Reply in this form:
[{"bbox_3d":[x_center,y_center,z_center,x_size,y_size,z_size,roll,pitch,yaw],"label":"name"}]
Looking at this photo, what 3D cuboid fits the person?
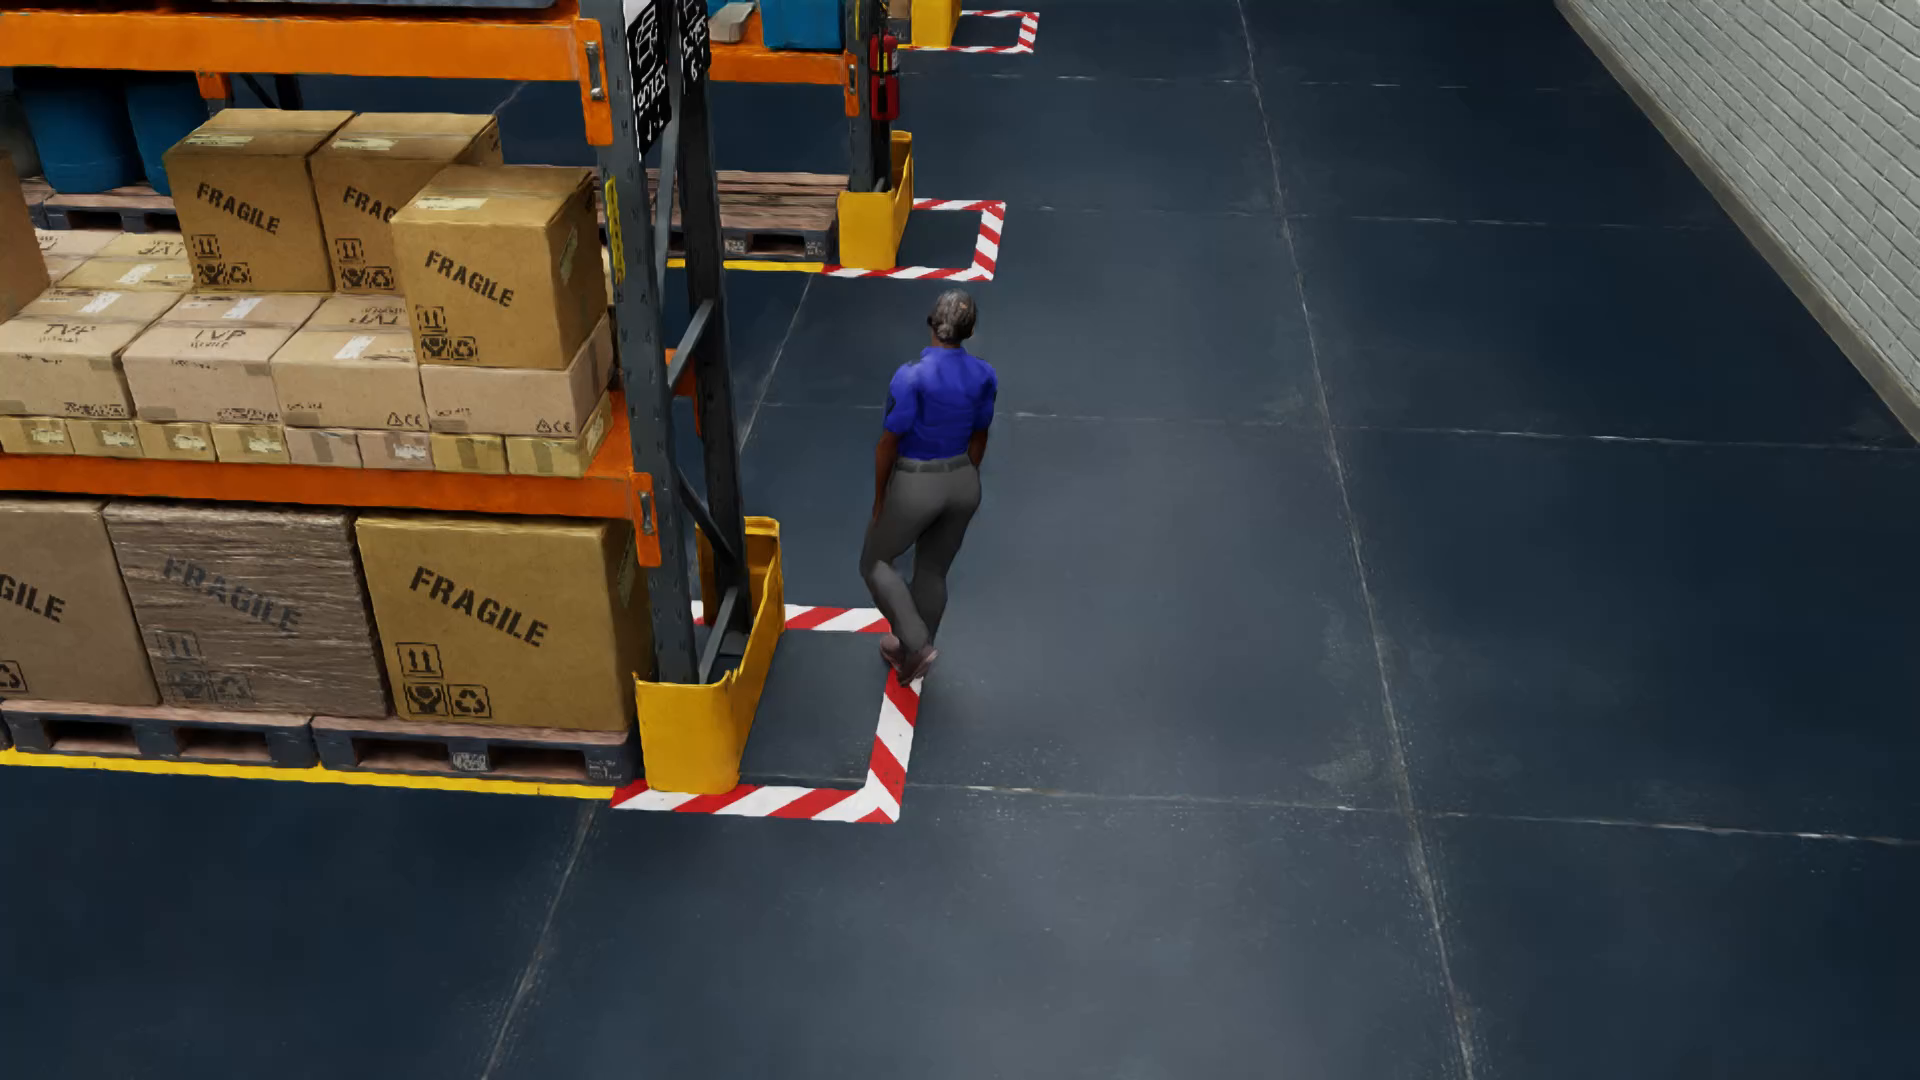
[{"bbox_3d":[-0.088,-0.158,6.399,0.525,1.631,0.537,-16,36,-24],"label":"person"}]
